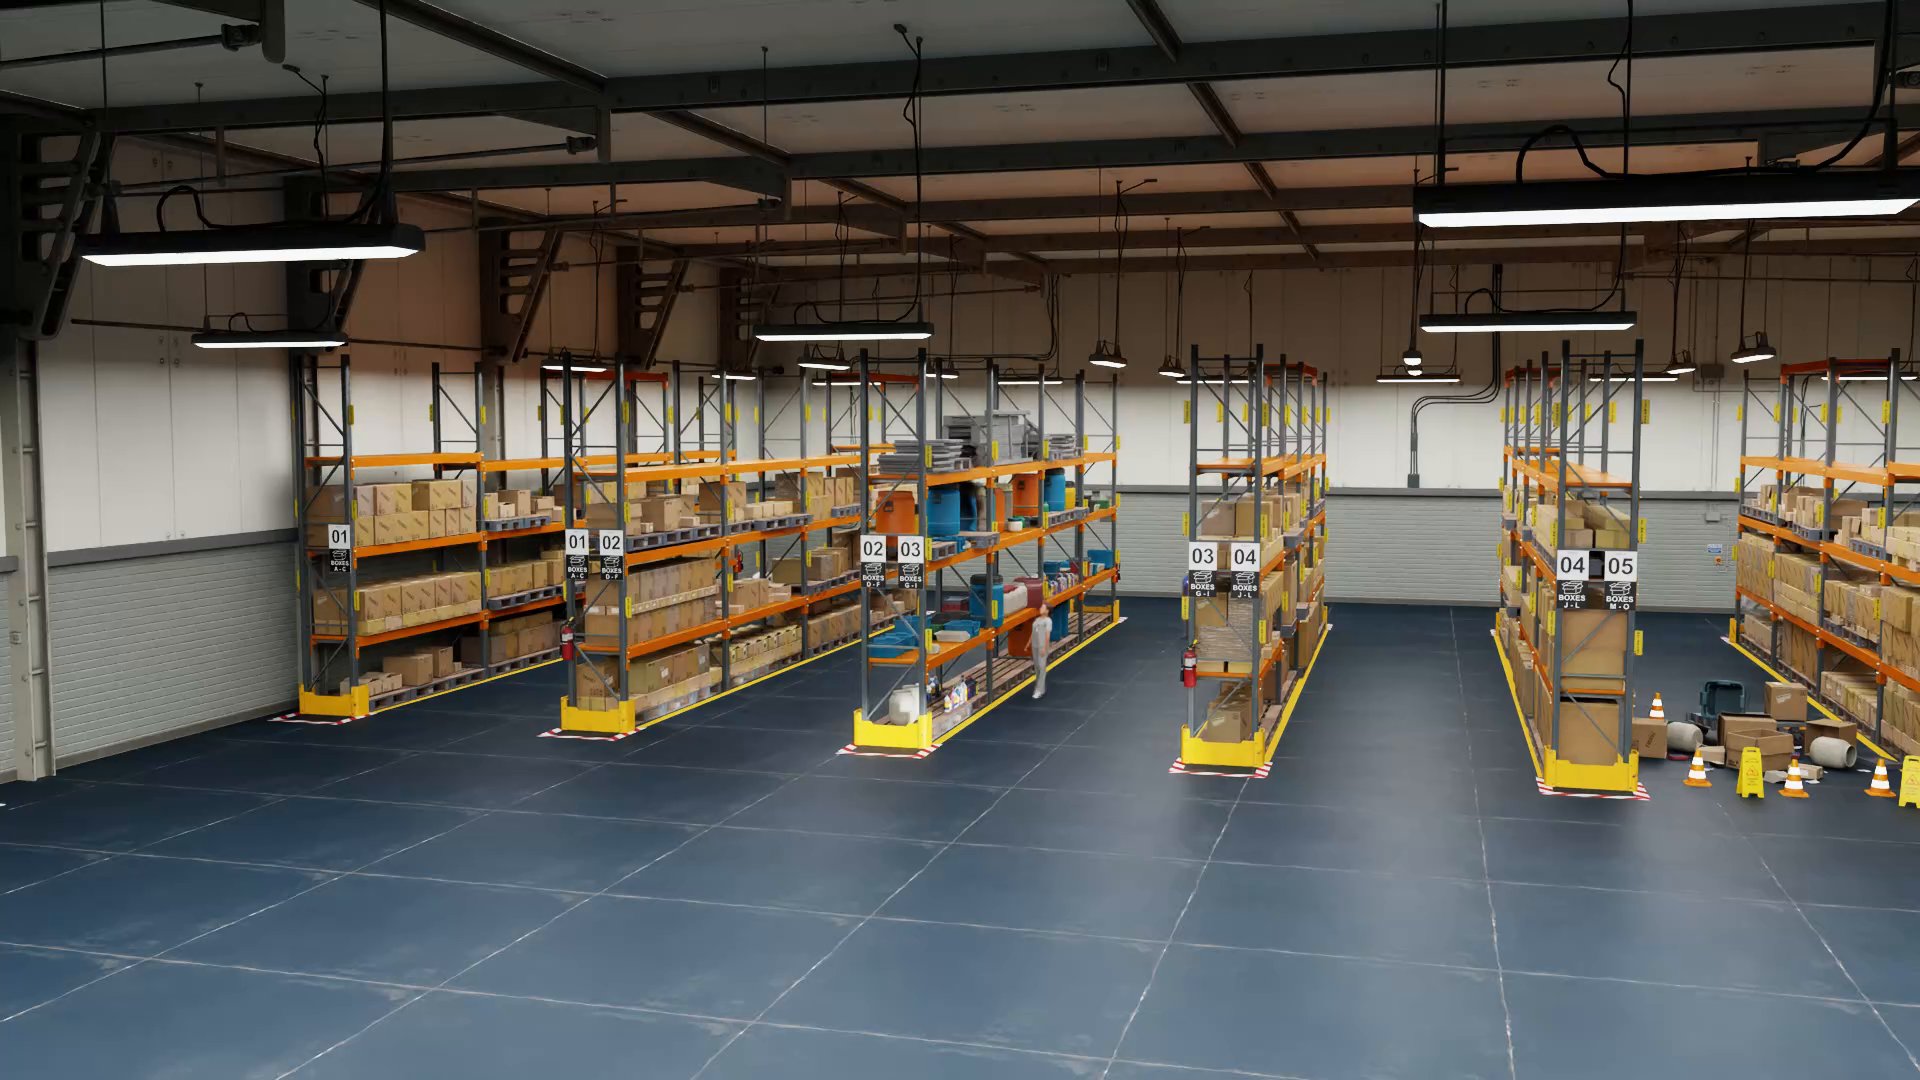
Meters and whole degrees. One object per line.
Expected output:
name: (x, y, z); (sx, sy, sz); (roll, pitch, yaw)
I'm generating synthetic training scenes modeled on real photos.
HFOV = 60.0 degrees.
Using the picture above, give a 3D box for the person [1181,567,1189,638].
person: (5.204, 1.381, 37.507); (0.450, 1.604, 0.951); (1, 4, 11)

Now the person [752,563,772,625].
person: (-4.451, 1.349, 37.213); (0.532, 1.730, 1.032); (2, 5, 20)

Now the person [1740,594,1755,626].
person: (18.566, 1.204, 39.236); (0.412, 1.682, 0.469); (0, 4, 1)

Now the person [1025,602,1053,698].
person: (1.405, 1.958, 29.745); (0.476, 1.675, 0.599); (4, 6, 42)
